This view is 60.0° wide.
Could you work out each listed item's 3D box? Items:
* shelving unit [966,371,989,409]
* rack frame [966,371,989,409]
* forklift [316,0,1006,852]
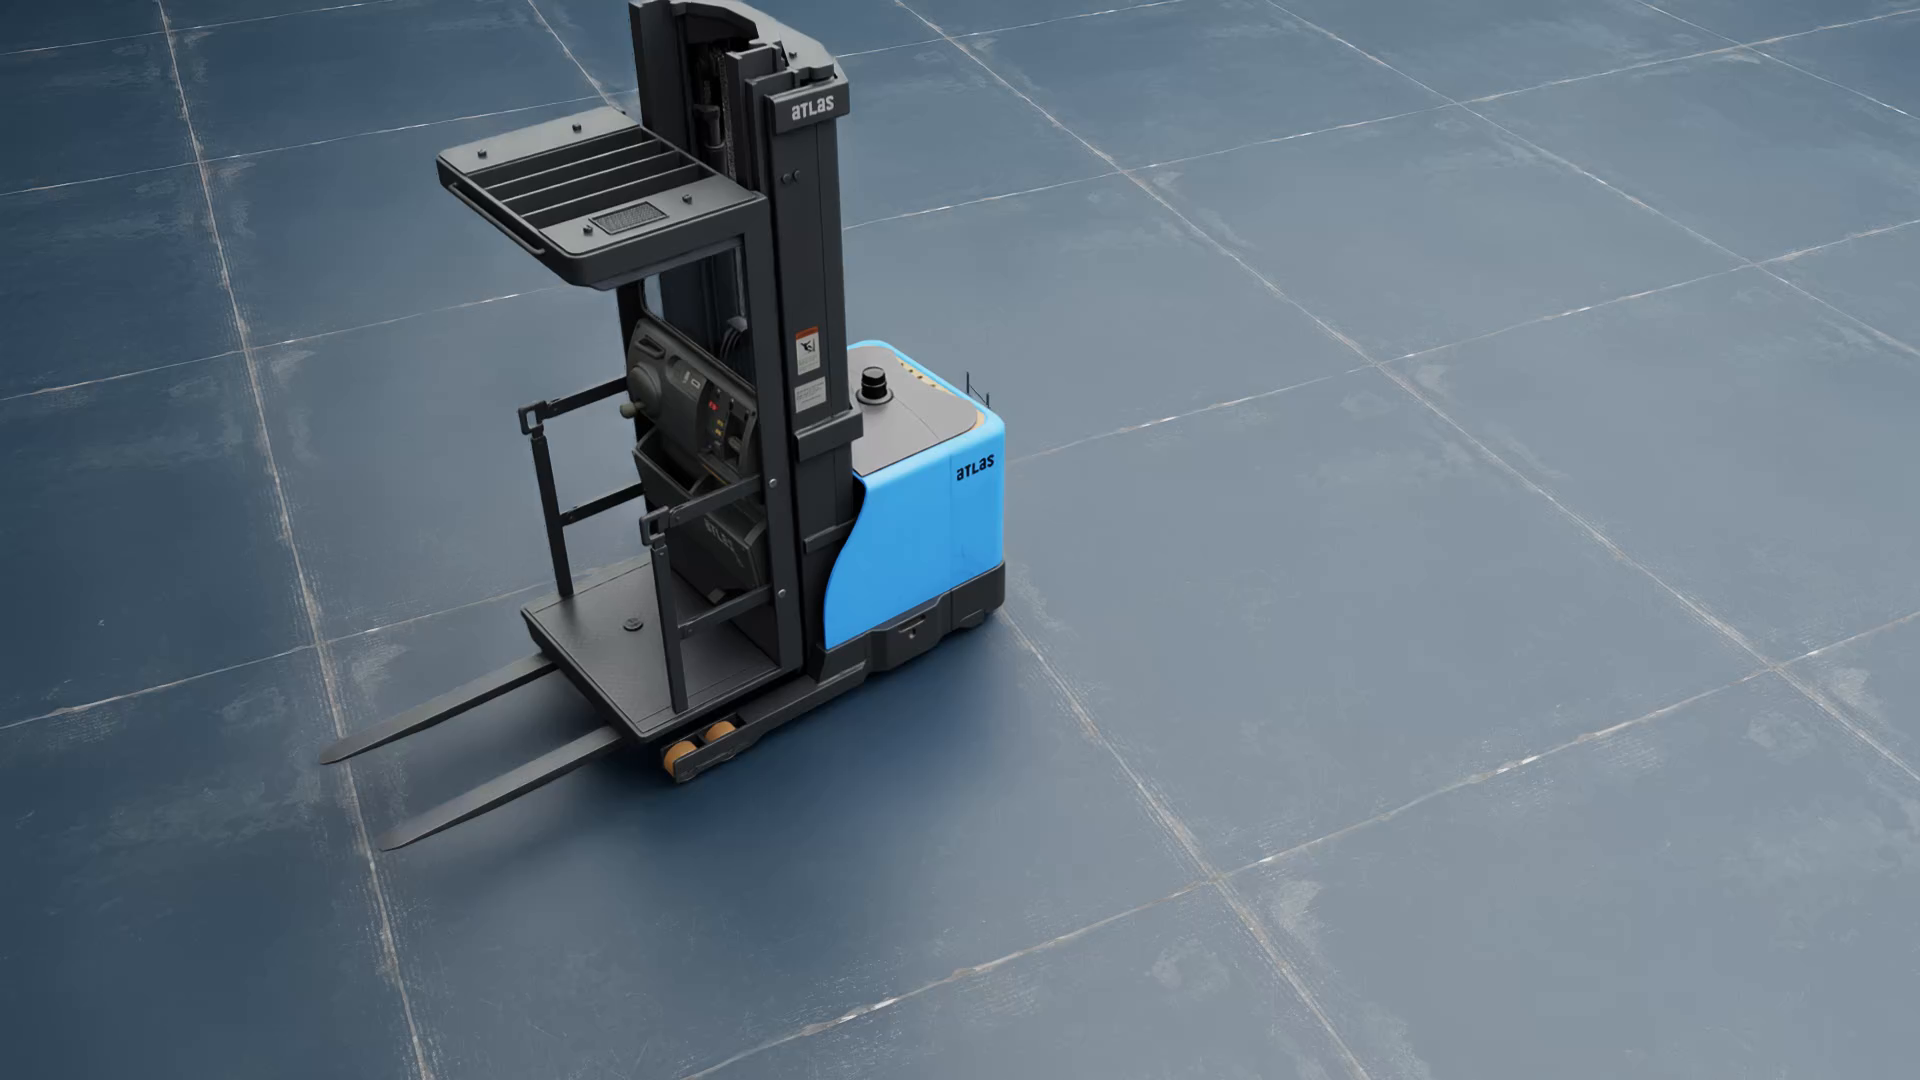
[{"bbox_3d":[-0.007,-0.359,8.122,0.210,0.900,0.258,-16,39,-20],"label":"shelving unit"},{"bbox_3d":[0.085,-0.385,8.157,0.006,0.900,0.240,-16,39,-20],"label":"rack frame"},{"bbox_3d":[-1.253,-0.517,6.630,3.031,2.935,1.130,-25,44,-30],"label":"forklift"}]
